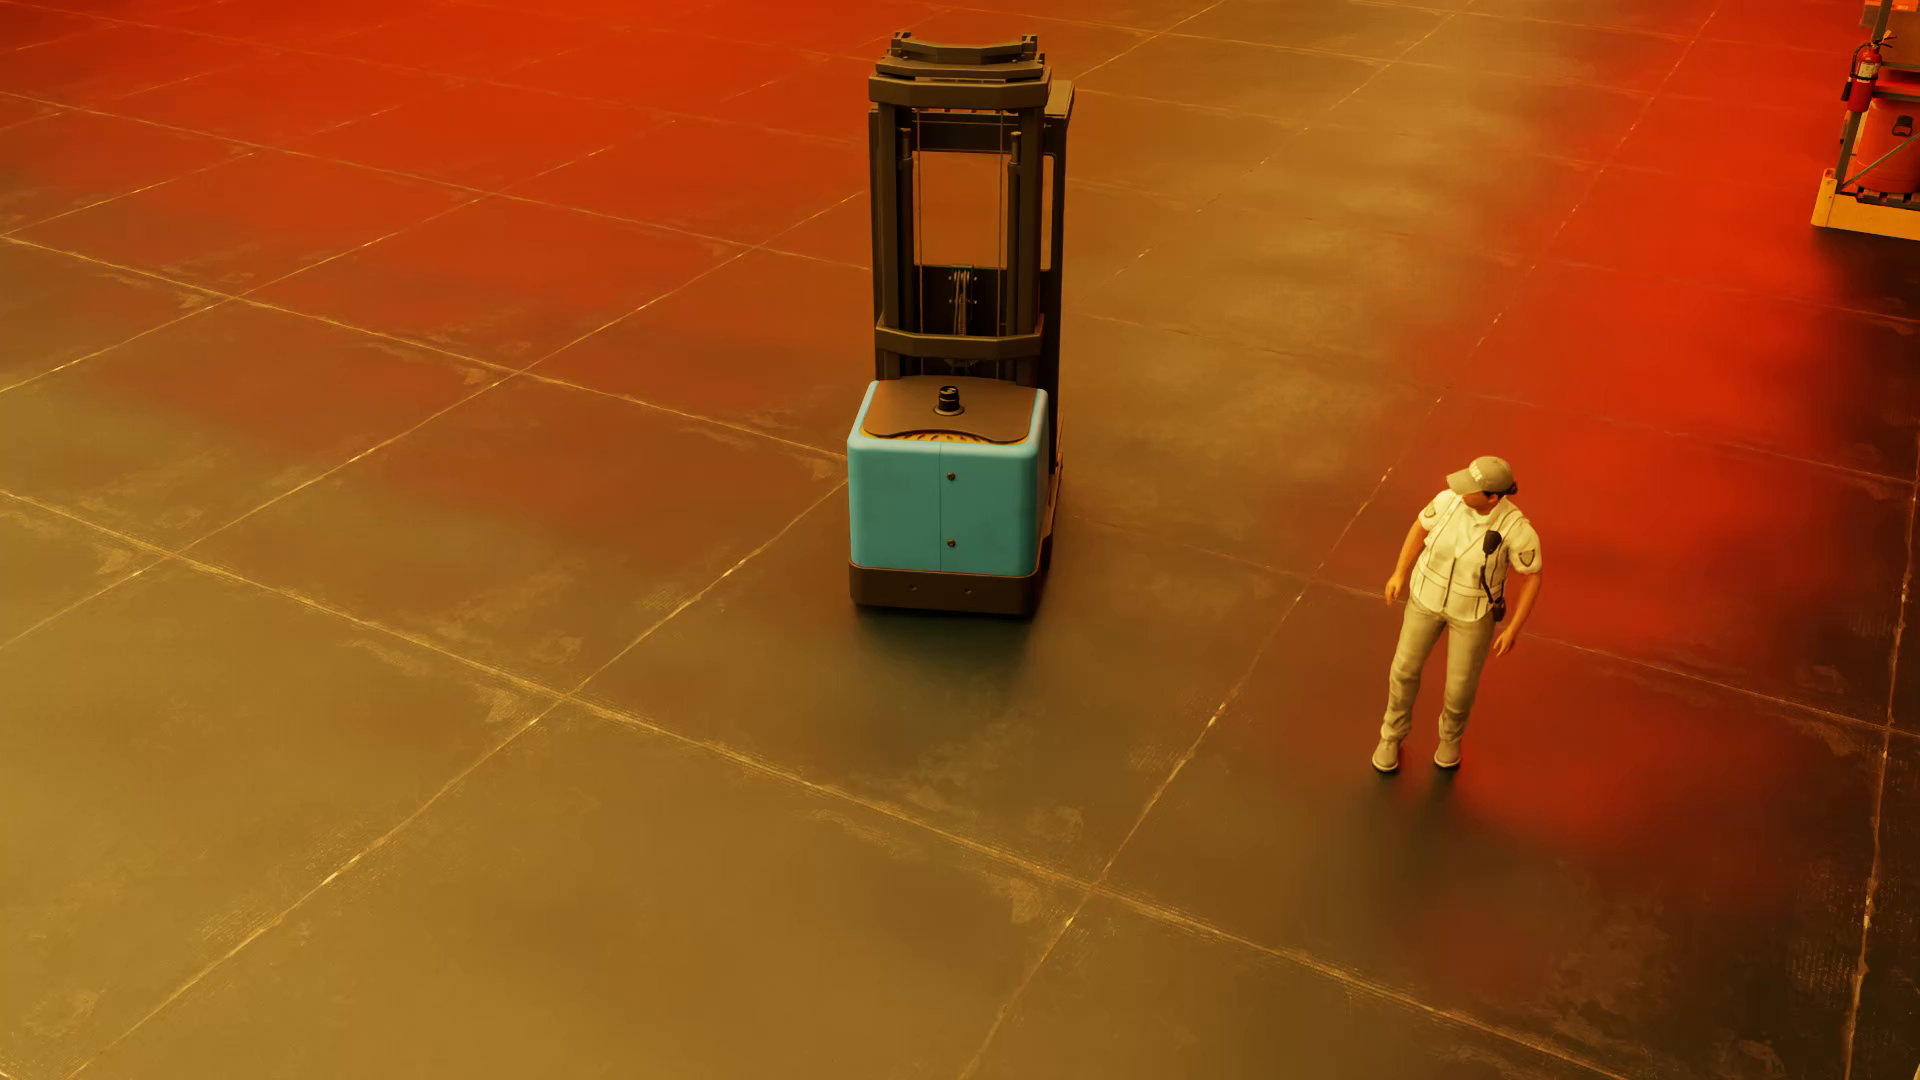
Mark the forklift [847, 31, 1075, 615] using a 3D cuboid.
[{"bbox_3d":[0.072,-1.572,9.794,1.130,2.935,3.031,3,30,6],"label":"forklift"}]

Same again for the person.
[{"bbox_3d":[2.303,0.346,7.756,0.681,1.653,0.516,18,34,28],"label":"person"}]
